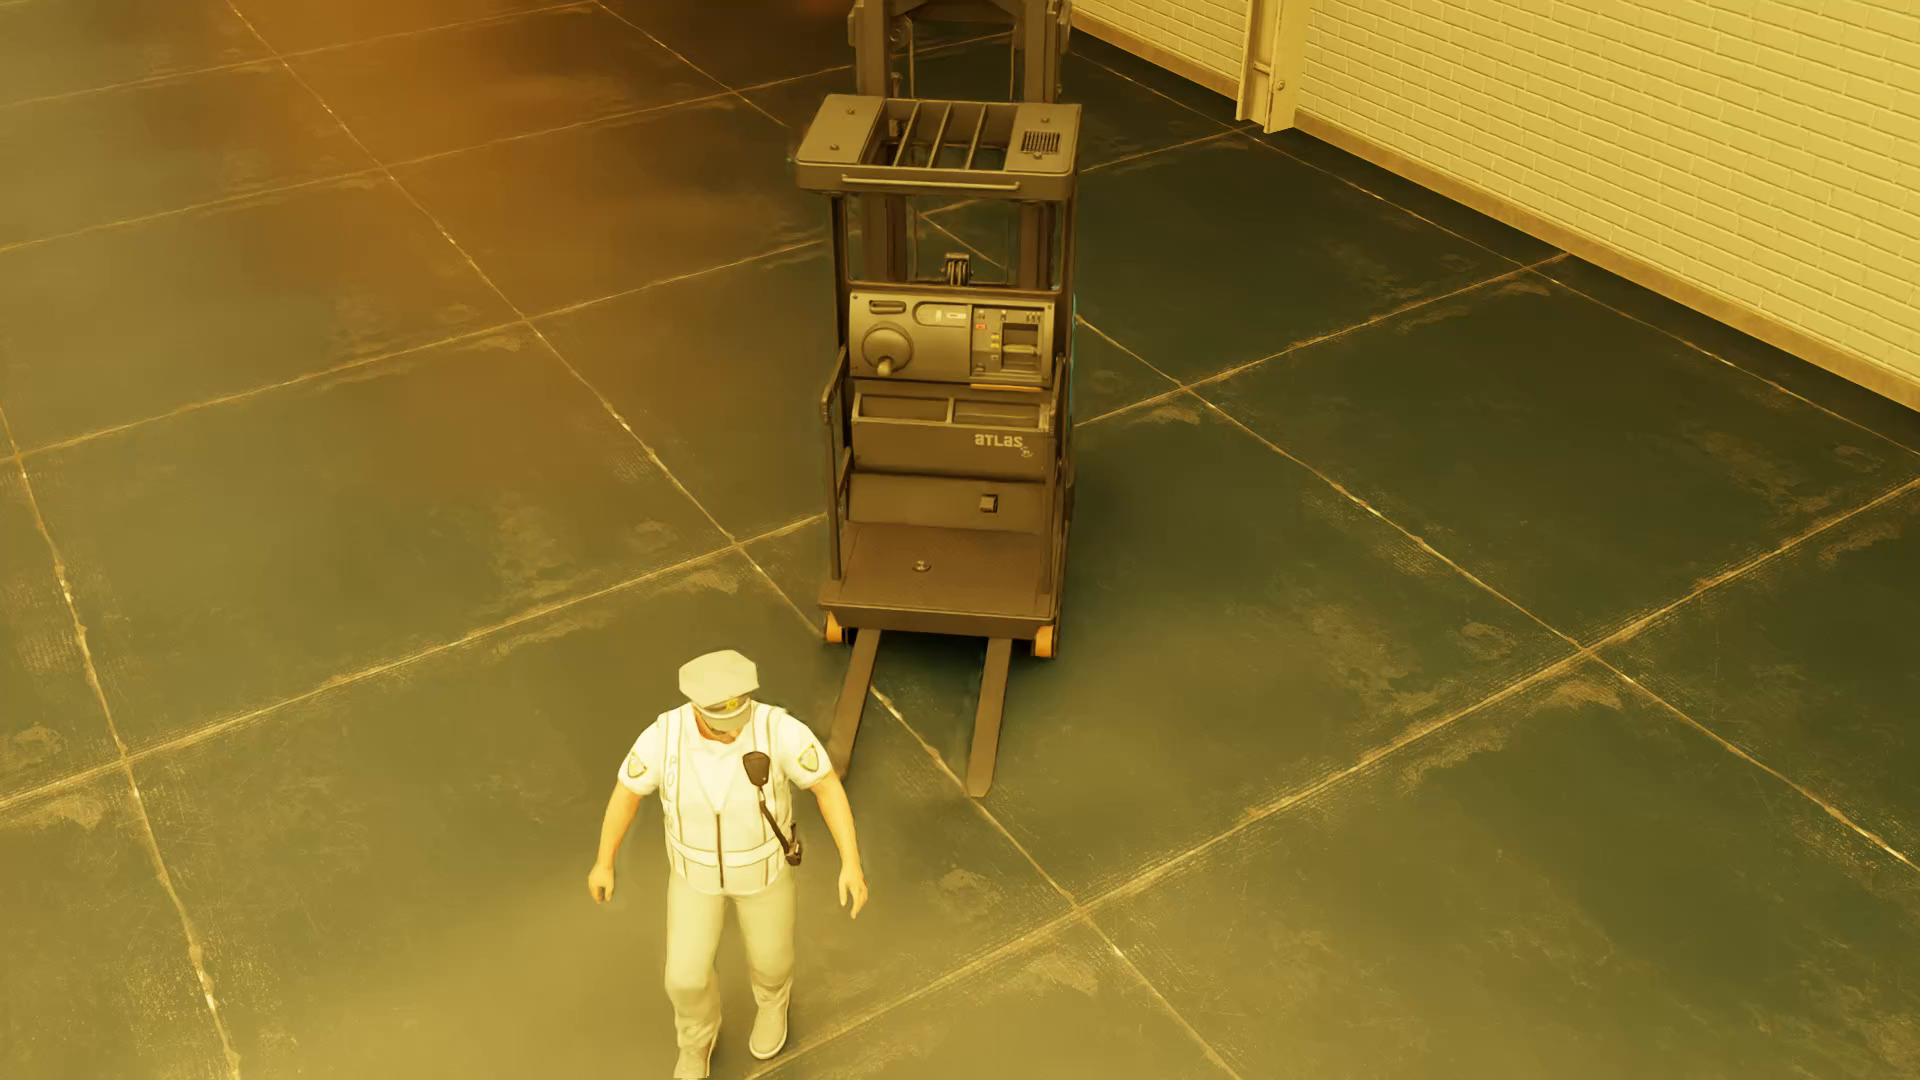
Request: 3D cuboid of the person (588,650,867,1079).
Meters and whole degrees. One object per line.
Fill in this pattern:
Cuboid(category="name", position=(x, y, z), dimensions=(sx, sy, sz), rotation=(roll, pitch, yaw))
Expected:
Cuboid(category="person", position=(-0.775, 1.156, 5.612), dimensions=(0.962, 1.785, 0.535), rotation=(1, 35, 2))

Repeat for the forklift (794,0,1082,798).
Cuboid(category="forklift", position=(-0.062, -0.849, 7.356), dimensions=(1.130, 2.935, 3.031), rotation=(4, 35, 5))
